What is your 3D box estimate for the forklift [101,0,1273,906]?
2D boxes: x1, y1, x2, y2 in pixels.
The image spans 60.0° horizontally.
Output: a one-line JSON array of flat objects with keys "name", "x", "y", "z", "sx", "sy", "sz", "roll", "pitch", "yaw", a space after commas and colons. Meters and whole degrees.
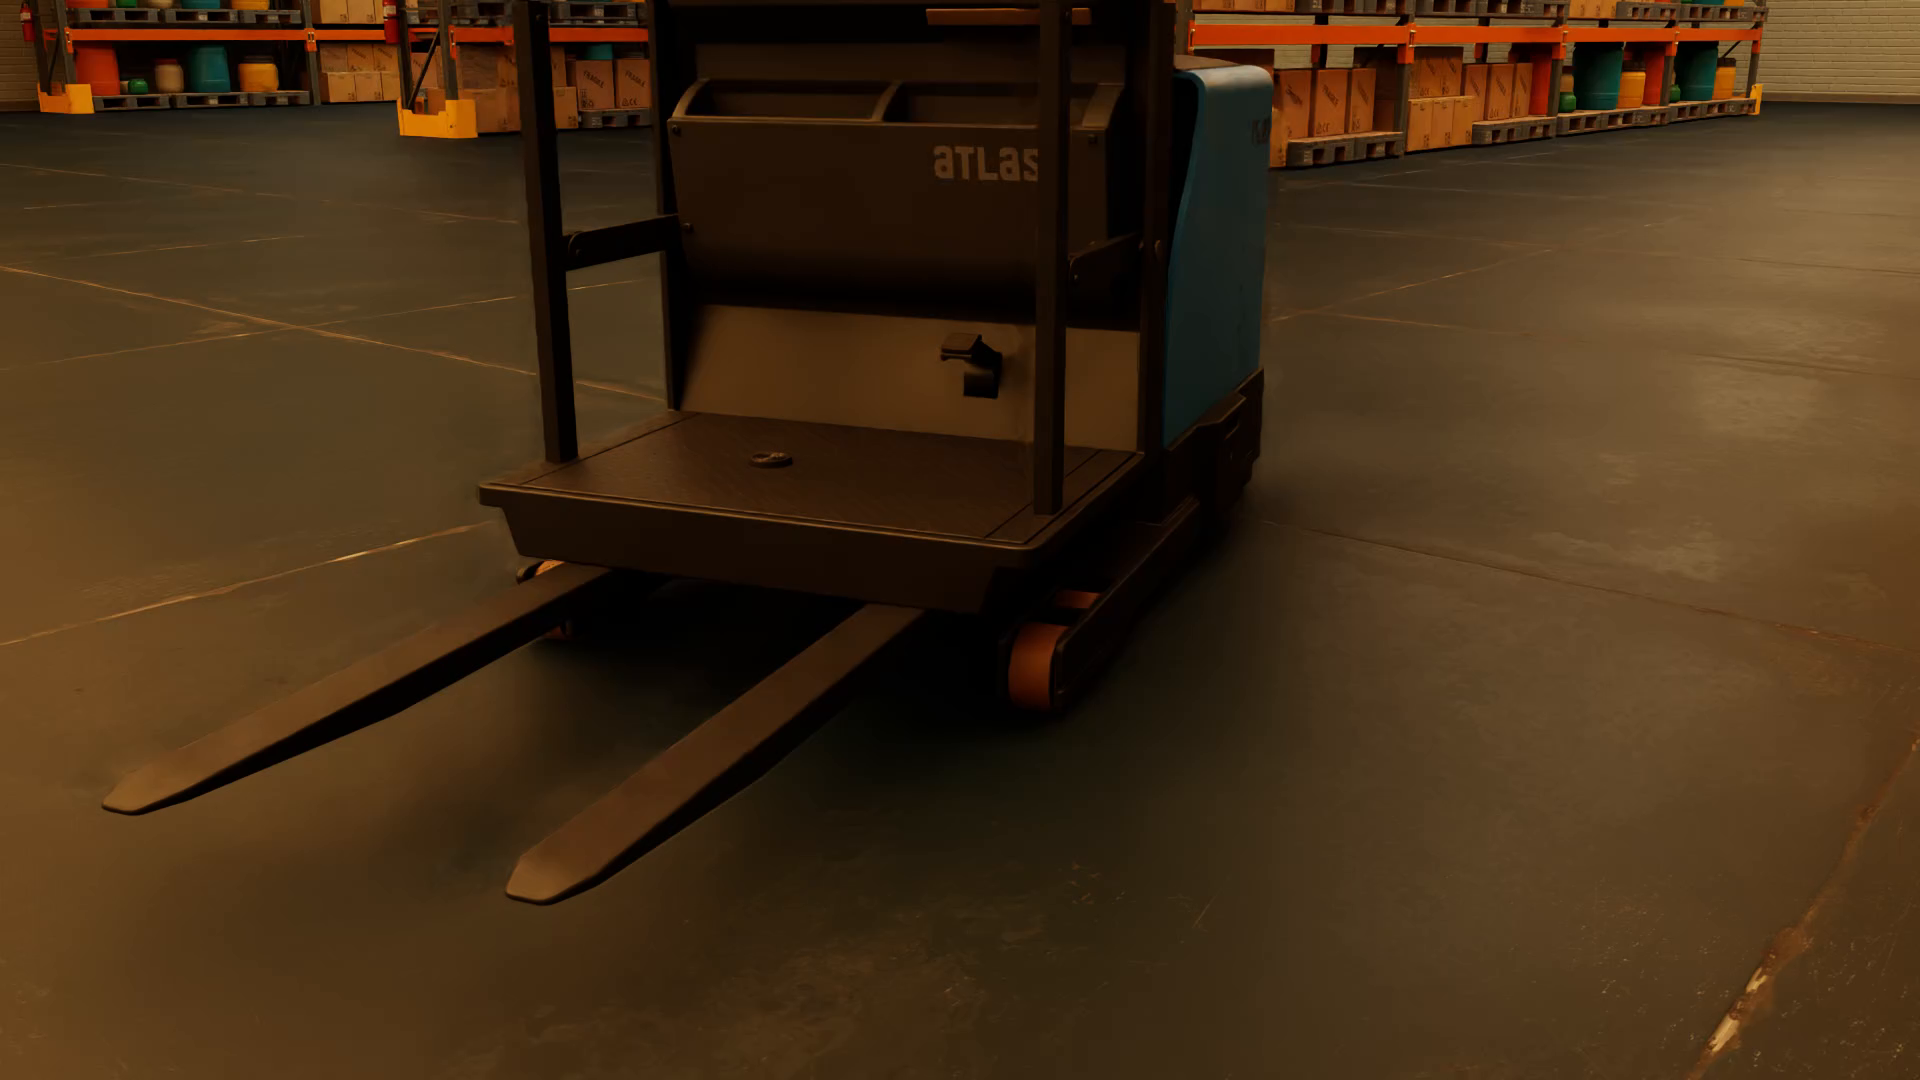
[{"name": "forklift", "x": -0.212, "y": -1.231, "z": 2.951, "sx": 1.130, "sy": 2.935, "sz": 3.031, "roll": 7, "pitch": 18, "yaw": 21}]
